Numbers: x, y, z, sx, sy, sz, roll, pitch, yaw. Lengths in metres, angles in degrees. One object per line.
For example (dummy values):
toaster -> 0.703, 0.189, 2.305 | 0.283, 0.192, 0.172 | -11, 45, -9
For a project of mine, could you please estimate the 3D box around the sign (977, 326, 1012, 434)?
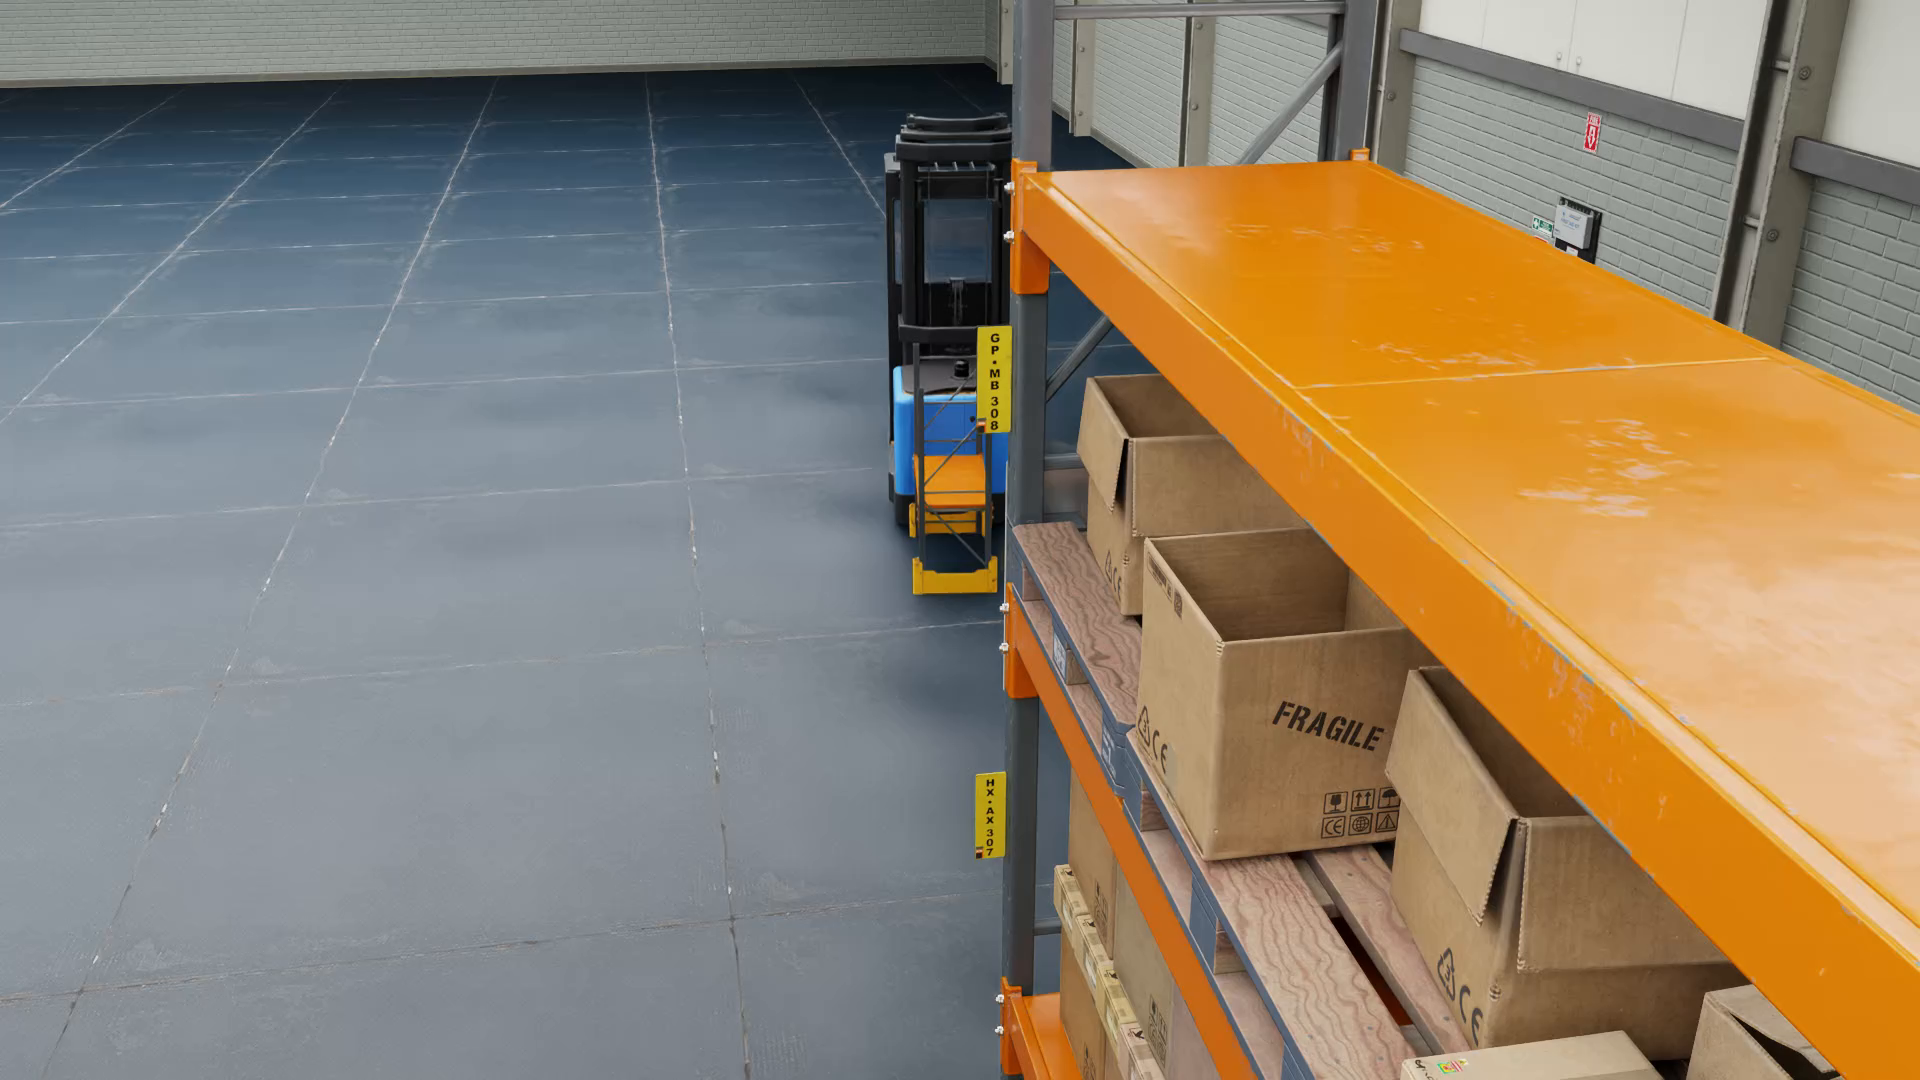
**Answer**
sign -> 0.101, -0.469, 4.879 | 0.100, 0.325, 0.005 | -4, 24, -10

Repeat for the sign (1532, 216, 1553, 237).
sign -> 4.957, -2.670, 14.150 | 0.001, 0.109, 0.331 | -4, 24, -10

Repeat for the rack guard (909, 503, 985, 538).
rack guard -> -0.085, -0.149, 12.522 | 0.587, 0.250, 0.087 | -1, 24, -3

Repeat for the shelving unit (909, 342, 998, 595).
shelving unit -> -0.059, -0.523, 11.816 | 0.587, 1.500, 1.083 | -1, 24, -3

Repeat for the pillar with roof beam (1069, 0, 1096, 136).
pillar with roof beam -> -2.174, -10.724, 25.802 | 9.100, 9.000, 0.400 | -4, 24, -10

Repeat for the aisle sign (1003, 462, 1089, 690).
aisle sign -> 0.334, 0.109, 5.246 | 0.394, 0.787, 0.004 | -4, 24, -10

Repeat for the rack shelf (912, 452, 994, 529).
rack shelf -> -0.060, -0.362, 11.896 | 0.538, 0.185, 1.000 | -1, 24, -3

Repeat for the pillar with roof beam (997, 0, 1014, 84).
pillar with roof beam -> -3.284, -13.084, 31.206 | 9.100, 9.000, 0.400 | -4, 24, -10

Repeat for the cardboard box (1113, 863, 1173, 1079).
cardboard box -> 0.833, 1.075, 4.536 | 0.700, 0.500, 0.500 | -5, 24, -11

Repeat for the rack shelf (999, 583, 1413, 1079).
rack shelf -> 1.017, 1.046, 3.502 | 1.077, 0.370, 4.000 | -4, 24, -10

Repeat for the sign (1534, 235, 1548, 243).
sign -> 4.965, -2.429, 14.262 | 0.001, 0.329, 0.234 | -4, 24, -10

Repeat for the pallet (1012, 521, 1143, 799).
pallet -> 0.753, 0.250, 4.535 | 1.003, 0.211, 1.213 | -4, 24, -10

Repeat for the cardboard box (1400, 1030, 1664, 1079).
cardboard box -> 0.895, 0.907, 2.535 | 0.380, 0.149, 0.250 | -4, 24, -10

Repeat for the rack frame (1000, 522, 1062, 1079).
rack frame -> 0.647, 1.304, 5.759 | 1.000, 3.000, 0.127 | -4, 24, -10

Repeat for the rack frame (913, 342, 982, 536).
rack frame -> -0.086, -0.730, 12.289 | 0.500, 1.500, 0.032 | -1, 24, -3

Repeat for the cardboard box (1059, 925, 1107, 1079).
cardboard box -> 0.721, 1.443, 5.317 | 0.700, 0.500, 0.500 | -4, 24, -10

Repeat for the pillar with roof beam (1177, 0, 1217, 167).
pillar with roof beam -> -1.065, -8.363, 20.399 | 9.100, 9.000, 0.400 | -4, 24, -10

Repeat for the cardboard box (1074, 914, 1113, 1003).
cardboard box -> 0.560, 1.235, 4.982 | 0.380, 0.149, 0.250 | -5, 24, -11

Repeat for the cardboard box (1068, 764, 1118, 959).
cardboard box -> 0.731, 0.869, 5.009 | 0.700, 0.500, 0.500 | -4, 24, -10

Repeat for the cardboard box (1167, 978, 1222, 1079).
cardboard box -> 0.927, 1.274, 4.083 | 0.700, 0.500, 0.500 | -4, 24, -10

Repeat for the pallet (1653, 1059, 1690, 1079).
pallet -> 1.204, 1.210, 2.338 | 1.003, 0.211, 1.213 | -4, 24, -10

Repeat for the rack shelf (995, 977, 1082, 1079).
rack shelf -> 1.017, 2.420, 4.102 | 1.077, 0.370, 4.000 | -4, 24, -10

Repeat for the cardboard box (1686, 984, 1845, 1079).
cardboard box -> 1.453, 0.857, 2.447 | 0.500, 0.311, 0.500 | -6, 24, -13

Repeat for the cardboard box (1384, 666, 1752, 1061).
cardboard box -> 1.206, 0.542, 2.928 | 0.797, 0.503, 0.637 | -2, 24, -4

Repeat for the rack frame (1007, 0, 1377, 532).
rack frame -> 0.647, -1.445, 4.558 | 1.000, 3.000, 0.127 | -4, 24, -10

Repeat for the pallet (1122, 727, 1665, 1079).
pallet -> 0.982, 0.731, 3.434 | 1.003, 0.211, 1.213 | -4, 24, -10

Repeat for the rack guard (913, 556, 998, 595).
rack guard -> -0.033, 0.249, 11.610 | 0.587, 0.250, 0.087 | -1, 24, -3

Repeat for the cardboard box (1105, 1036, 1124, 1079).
cardboard box -> 0.823, 1.649, 4.844 | 0.700, 0.500, 0.500 | -4, 24, -8

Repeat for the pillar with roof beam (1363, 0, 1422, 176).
pillar with roof beam -> 0.045, -6.003, 14.995 | 9.100, 9.000, 0.400 | -4, 24, -10

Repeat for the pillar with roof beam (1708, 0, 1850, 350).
pillar with roof beam -> 1.154, -3.643, 9.591 | 9.100, 9.000, 0.400 | -4, 24, -10

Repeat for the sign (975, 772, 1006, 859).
sign -> 0.101, 0.910, 5.481 | 0.100, 0.325, 0.005 | -4, 24, -10

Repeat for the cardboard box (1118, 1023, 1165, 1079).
cardboard box -> 0.649, 1.432, 4.530 | 0.380, 0.149, 0.250 | -5, 24, -11

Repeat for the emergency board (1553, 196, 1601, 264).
emergency board -> 4.965, -2.188, 13.754 | 0.194, 1.169, 0.643 | -4, 24, -10

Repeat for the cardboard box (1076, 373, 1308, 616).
cardboard box -> 0.749, -0.148, 4.508 | 0.797, 0.503, 0.637 | -3, 24, -6

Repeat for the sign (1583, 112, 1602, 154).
sign -> 5.062, -3.261, 13.314 | 0.001, 0.298, 0.199 | -4, 24, -10

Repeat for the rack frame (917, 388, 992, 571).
rack frame -> -0.033, -0.323, 11.359 | 0.500, 1.500, 0.032 | -1, 24, -3

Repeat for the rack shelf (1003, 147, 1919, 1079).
rack shelf -> 1.017, -0.146, 2.981 | 1.077, 0.370, 4.000 | -4, 24, -10

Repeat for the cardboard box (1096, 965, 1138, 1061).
cardboard box -> 0.604, 1.333, 4.757 | 0.380, 0.149, 0.250 | -4, 24, -10

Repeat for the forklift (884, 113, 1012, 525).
forklift -> -0.046, -2.006, 13.423 | 1.130, 2.935, 3.031 | -1, 24, -3

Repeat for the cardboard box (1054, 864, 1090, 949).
cardboard box -> 0.508, 1.131, 5.219 | 0.380, 0.149, 0.250 | -4, 24, -10

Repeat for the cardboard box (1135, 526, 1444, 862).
cardboard box -> 0.686, 0.300, 3.485 | 0.500, 0.500, 0.500 | -4, 24, -10
